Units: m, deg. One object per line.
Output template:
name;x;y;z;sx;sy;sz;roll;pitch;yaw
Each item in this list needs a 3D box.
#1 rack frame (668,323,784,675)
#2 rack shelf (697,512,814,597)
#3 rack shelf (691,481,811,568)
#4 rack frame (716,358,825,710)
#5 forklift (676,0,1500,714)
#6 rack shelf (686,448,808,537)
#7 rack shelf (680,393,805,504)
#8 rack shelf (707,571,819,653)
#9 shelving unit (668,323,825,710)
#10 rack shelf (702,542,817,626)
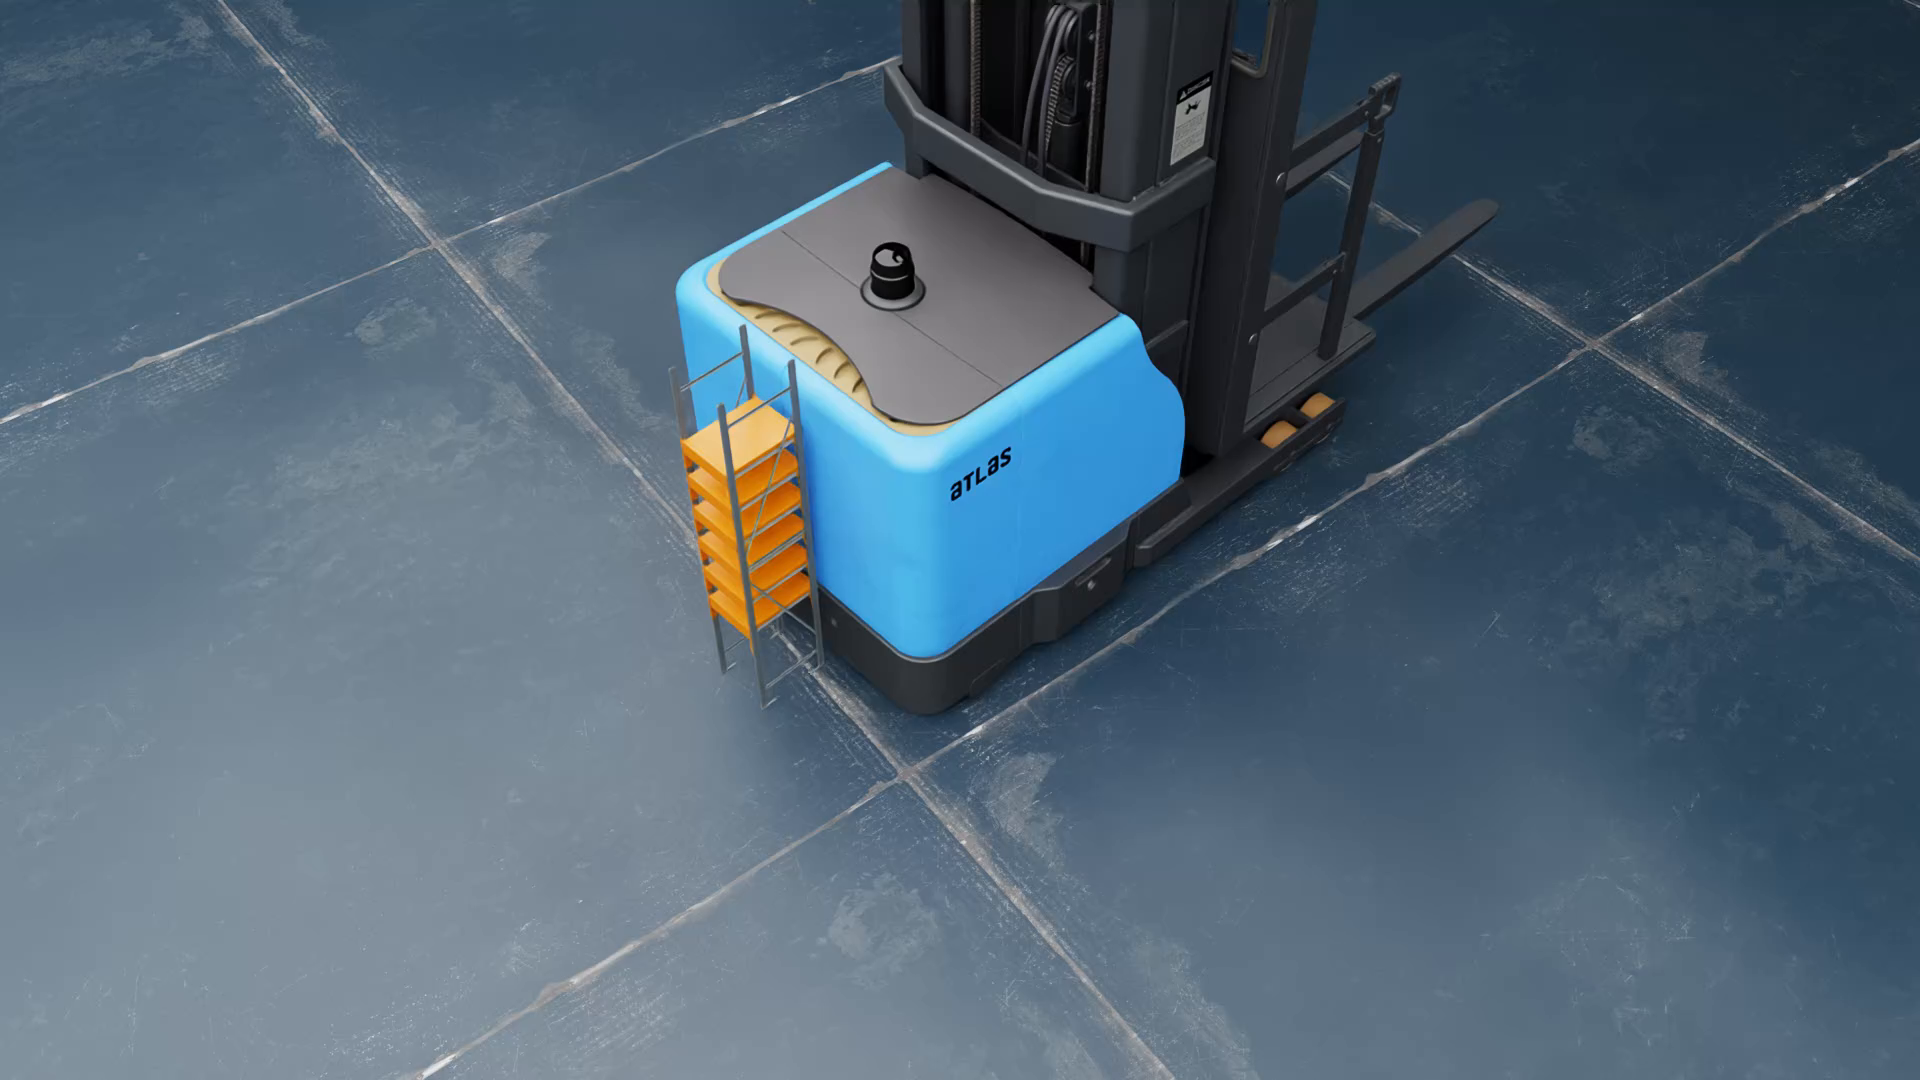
rack frame;-0.616;-0.071;4.504;0.240;1.200;0.006;-36;57;-28
rack shelf;-0.551;0.007;4.493;0.258;0.103;0.180;-36;57;-28
rack shelf;-0.551;-0.073;4.404;0.258;0.103;0.180;-36;57;-28
rack frame;-0.487;0.026;4.417;0.240;1.200;0.006;-36;57;-28
forklift;0.637;-1.462;4.597;3.031;2.935;1.130;-35;57;-27
rack shelf;-0.551;-0.154;4.316;0.258;0.103;0.180;-36;57;-28
rack shelf;-0.551;-0.234;4.227;0.258;0.103;0.180;-36;57;-28
rack shelf;-0.551;0.169;4.671;0.258;0.103;0.180;-36;57;-28
shelving unit;-0.551;-0.022;4.460;0.258;1.200;0.189;-36;57;-28
rack shelf;-0.551;0.088;4.582;0.258;0.103;0.180;-36;57;-28
